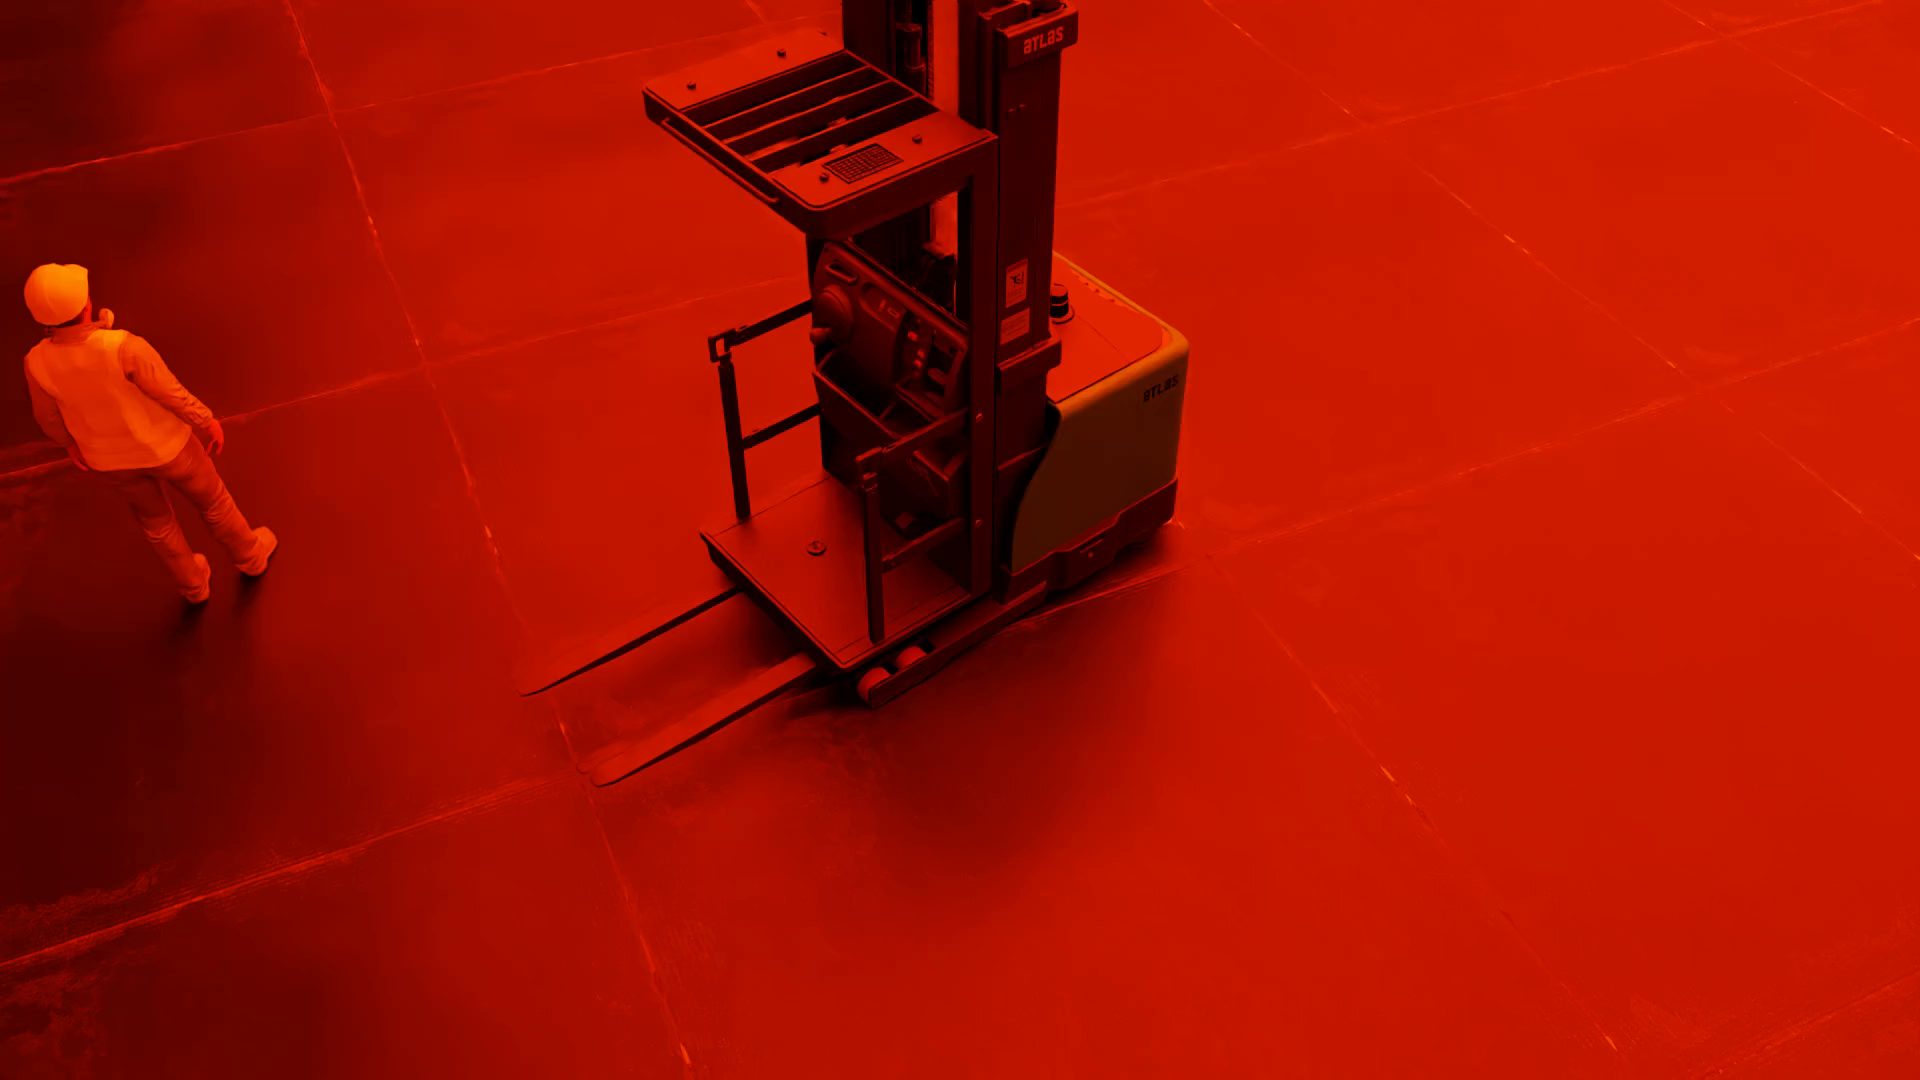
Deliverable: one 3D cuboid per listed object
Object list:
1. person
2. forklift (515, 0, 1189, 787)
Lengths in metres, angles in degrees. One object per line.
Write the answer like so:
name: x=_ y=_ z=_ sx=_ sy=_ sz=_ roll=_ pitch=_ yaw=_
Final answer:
person: x=-3.450 y=-0.465 z=7.022 sx=0.651 sy=1.780 sz=0.562 roll=-6 pitch=43 yaw=-7
forklift: x=-0.450 y=-0.775 z=6.511 sx=3.031 sy=2.935 sz=1.130 roll=-29 pitch=50 yaw=-28
